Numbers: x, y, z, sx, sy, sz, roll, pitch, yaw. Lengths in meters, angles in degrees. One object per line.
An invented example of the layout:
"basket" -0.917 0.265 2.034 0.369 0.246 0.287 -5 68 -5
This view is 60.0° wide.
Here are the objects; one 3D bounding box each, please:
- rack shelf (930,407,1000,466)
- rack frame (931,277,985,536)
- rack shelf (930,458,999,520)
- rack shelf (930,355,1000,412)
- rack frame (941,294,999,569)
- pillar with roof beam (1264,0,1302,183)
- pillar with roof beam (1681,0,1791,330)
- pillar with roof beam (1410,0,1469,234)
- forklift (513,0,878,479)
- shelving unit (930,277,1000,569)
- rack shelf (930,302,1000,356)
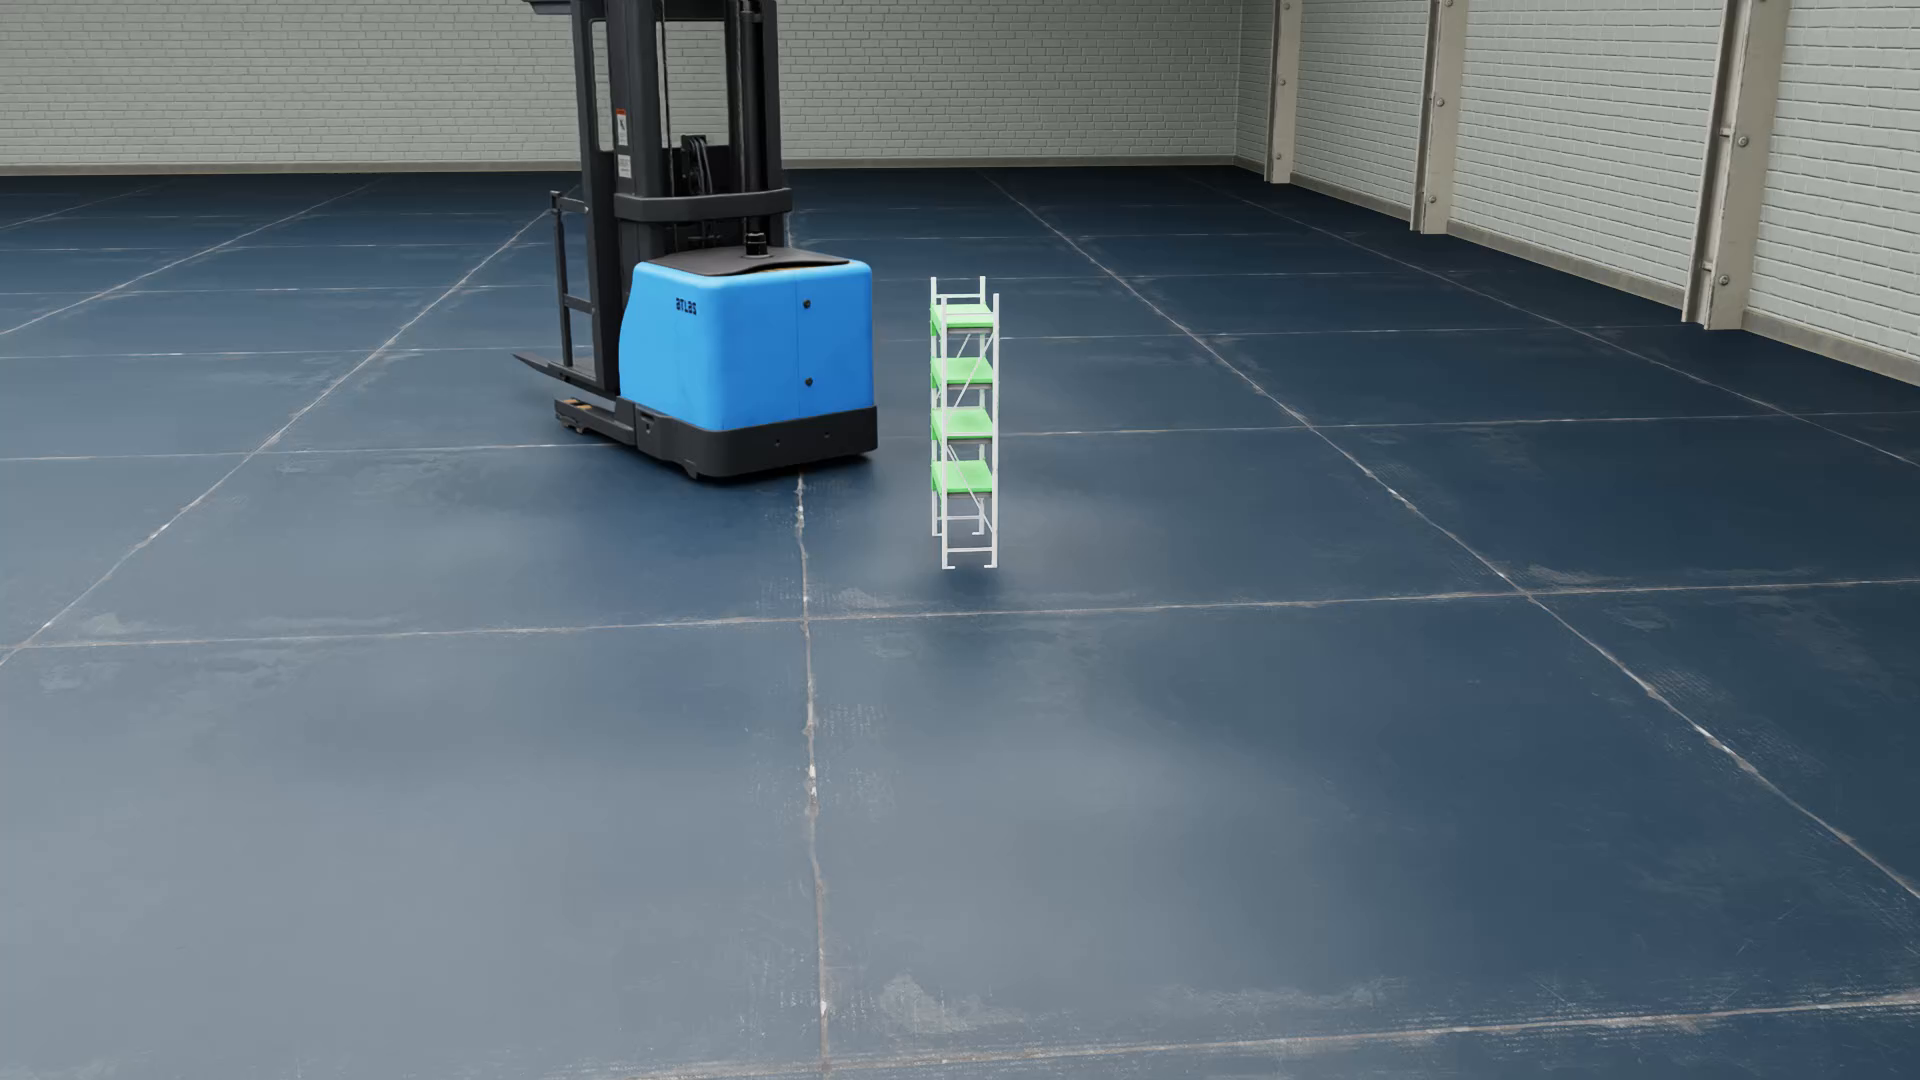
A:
"rack shelf" 0.017 -0.462 7.359 0.258 0.148 0.480 -2 18 -6
"rack frame" -0.008 -0.596 7.572 0.240 1.200 0.015 -2 18 -6
"rack shelf" 0.017 -0.233 7.431 0.258 0.148 0.480 -2 18 -6
"rack shelf" 0.017 -0.691 7.288 0.258 0.148 0.480 -2 18 -6
"rack frame" 0.042 -0.450 7.109 0.240 1.200 0.015 -2 18 -6
"pillar with roof beam" 0.392 -9.426 22.678 9.100 9.000 0.400 -2 18 -6
"pillar with roof beam" 1.629 -5.851 11.290 9.100 9.000 0.400 -2 18 -6
"pillar with roof beam" 1.011 -7.639 16.984 9.100 9.000 0.400 -2 18 -6
"forklift" -1.731 -2.094 9.455 1.130 2.935 3.031 -13 21 -35
"shelving unit" 0.017 -0.523 7.340 0.258 1.200 0.503 -2 18 -6
"rack shelf" 0.017 -0.920 7.216 0.258 0.148 0.480 -2 18 -6
